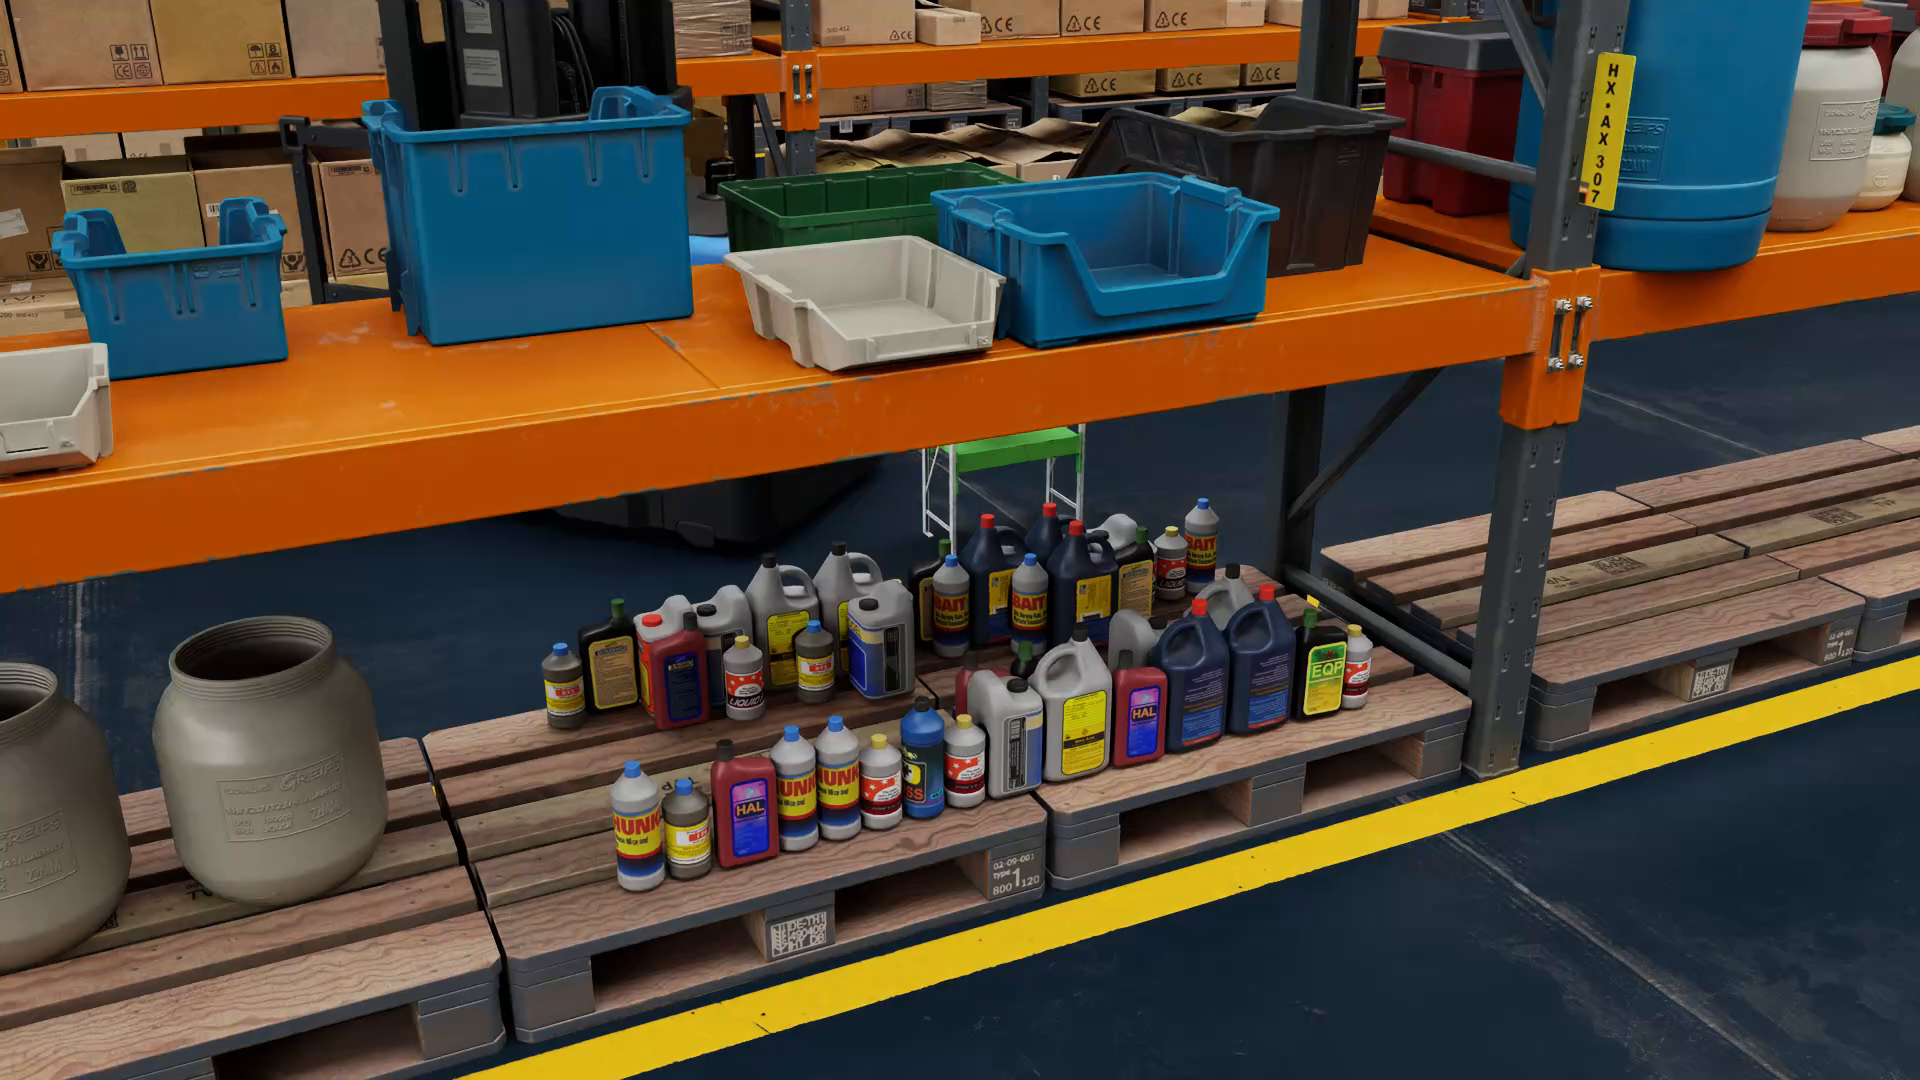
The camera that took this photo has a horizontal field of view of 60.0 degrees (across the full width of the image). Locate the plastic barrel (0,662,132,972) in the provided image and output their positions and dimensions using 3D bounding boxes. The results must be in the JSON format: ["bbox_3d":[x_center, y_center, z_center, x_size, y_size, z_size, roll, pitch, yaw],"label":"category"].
[{"bbox_3d":[-1.873,0.536,3.238,0.421,0.512,0.421,0,22,0],"label":"plastic barrel"}]

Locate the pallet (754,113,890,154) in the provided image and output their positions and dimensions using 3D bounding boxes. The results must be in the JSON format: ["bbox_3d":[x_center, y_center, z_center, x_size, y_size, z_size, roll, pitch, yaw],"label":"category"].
[{"bbox_3d":[-1.324,-3.407,13.705,1.213,0.211,1.003,-10,25,-24],"label":"pallet"}]

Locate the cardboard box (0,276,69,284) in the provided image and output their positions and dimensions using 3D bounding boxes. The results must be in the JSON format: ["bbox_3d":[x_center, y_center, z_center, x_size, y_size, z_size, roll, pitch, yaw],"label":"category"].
[{"bbox_3d":[-4.223,-1.106,7.547,0.500,0.250,0.500,-10,25,-24],"label":"cardboard box"}]

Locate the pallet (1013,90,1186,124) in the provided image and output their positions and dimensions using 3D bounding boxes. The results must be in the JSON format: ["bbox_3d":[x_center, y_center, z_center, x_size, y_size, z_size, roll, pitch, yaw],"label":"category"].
[{"bbox_3d":[1.222,-3.842,14.755,1.213,0.211,1.003,-10,25,-24],"label":"pallet"}]

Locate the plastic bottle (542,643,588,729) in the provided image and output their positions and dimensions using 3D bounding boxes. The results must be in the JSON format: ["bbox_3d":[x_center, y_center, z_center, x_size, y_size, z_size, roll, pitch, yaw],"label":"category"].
[{"bbox_3d":[-0.968,0.350,4.067,0.097,0.201,0.097,0,22,0],"label":"plastic bottle"}]

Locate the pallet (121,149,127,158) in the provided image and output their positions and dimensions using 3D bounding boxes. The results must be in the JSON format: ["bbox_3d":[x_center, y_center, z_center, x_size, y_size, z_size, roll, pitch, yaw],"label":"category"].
[{"bbox_3d":[-5.914,-2.545,11.623,1.213,0.211,1.003,-10,25,-24],"label":"pallet"}]

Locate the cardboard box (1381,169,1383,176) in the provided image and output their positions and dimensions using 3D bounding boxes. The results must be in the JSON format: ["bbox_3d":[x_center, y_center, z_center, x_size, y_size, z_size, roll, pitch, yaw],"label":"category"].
[{"bbox_3d":[2.265,-2.330,9.769,0.500,0.311,0.500,-10,24,-22],"label":"cardboard box"}]

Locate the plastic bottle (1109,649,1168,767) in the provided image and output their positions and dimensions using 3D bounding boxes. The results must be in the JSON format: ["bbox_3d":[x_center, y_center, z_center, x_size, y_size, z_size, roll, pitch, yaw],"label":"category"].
[{"bbox_3d":[0.414,0.383,3.878,0.133,0.283,0.061,-9,24,-20],"label":"plastic bottle"}]

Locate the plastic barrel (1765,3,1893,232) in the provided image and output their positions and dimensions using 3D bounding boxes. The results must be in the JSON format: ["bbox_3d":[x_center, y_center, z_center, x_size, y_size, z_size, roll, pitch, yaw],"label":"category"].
[{"bbox_3d":[2.128,-1.094,4.293,0.433,0.535,0.433,0,22,0],"label":"plastic barrel"}]

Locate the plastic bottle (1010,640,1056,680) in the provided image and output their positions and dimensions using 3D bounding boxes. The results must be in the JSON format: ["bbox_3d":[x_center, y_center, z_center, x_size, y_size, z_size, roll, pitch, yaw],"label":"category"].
[{"bbox_3d":[0.184,0.365,3.924,0.133,0.283,0.061,-10,25,-24],"label":"plastic bottle"}]

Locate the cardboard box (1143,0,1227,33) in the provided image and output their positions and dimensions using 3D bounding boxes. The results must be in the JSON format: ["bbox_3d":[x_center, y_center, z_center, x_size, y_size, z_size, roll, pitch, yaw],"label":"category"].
[{"bbox_3d":[1.126,-3.081,9.141,0.500,0.500,0.500,-12,25,-26],"label":"cardboard box"}]

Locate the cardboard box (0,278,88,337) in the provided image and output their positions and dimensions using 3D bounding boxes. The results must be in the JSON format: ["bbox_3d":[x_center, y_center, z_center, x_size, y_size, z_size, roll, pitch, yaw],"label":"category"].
[{"bbox_3d":[-3.998,-0.928,7.115,0.500,0.250,0.500,-10,25,-24],"label":"cardboard box"}]

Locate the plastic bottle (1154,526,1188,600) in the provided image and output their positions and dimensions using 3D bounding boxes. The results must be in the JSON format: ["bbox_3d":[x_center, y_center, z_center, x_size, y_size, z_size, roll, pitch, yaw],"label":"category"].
[{"bbox_3d":[0.602,0.061,4.765,0.097,0.201,0.097,0,22,0],"label":"plastic bottle"}]

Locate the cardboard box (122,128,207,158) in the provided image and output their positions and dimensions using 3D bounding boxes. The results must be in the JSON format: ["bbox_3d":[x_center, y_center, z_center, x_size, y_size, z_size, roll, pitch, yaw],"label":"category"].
[{"bbox_3d":[-5.554,-2.838,11.624,0.500,0.311,0.500,-8,24,-19],"label":"cardboard box"}]

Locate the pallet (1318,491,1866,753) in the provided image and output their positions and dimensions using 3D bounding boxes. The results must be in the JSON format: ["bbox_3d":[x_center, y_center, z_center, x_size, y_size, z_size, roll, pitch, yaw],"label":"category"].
[{"bbox_3d":[1.862,0.197,4.998,1.213,0.211,1.003,-10,25,-24],"label":"pallet"}]

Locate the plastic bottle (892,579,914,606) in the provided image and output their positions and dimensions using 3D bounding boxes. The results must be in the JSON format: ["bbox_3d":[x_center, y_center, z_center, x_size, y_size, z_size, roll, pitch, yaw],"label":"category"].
[{"bbox_3d":[-0.172,0.203,4.421,0.097,0.201,0.097,0,22,0],"label":"plastic bottle"}]

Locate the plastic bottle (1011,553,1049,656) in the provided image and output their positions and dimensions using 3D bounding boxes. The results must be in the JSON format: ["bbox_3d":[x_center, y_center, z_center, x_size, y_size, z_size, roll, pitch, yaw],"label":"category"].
[{"bbox_3d":[0.186,0.166,4.419,0.097,0.271,0.097,0,22,0],"label":"plastic bottle"}]

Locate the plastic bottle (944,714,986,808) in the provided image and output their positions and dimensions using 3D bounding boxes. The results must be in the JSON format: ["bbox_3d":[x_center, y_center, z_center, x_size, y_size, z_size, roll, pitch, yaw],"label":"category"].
[{"bbox_3d":[0.009,0.488,3.732,0.097,0.201,0.097,0,22,0],"label":"plastic bottle"}]

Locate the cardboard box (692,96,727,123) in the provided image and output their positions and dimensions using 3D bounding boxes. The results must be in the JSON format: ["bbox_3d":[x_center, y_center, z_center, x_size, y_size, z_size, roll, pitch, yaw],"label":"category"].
[{"bbox_3d":[-2.026,-3.641,13.317,0.500,0.500,0.700,-11,25,-25],"label":"cardboard box"}]

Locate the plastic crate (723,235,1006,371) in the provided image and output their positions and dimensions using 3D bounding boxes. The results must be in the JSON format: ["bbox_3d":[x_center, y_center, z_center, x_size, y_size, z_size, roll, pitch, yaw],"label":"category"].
[{"bbox_3d":[-0.182,-0.469,3.307,0.437,0.136,0.530,-10,25,-24],"label":"plastic crate"}]

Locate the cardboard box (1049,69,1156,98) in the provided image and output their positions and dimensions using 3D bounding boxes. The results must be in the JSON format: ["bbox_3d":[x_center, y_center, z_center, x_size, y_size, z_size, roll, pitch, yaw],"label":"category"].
[{"bbox_3d":[1.198,-4.303,14.485,0.750,0.750,0.750,-11,25,-24],"label":"cardboard box"}]

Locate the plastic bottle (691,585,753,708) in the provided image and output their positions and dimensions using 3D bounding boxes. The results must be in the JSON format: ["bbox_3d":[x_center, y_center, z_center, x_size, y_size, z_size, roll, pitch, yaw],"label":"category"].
[{"bbox_3d":[-0.604,0.260,4.186,0.135,0.276,0.152,-11,25,-25],"label":"plastic bottle"}]

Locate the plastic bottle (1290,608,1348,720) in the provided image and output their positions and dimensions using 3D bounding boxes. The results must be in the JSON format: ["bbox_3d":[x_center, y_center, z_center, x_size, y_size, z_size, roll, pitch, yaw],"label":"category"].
[{"bbox_3d":[0.881,0.298,4.086,0.133,0.283,0.061,-9,24,-21],"label":"plastic bottle"}]

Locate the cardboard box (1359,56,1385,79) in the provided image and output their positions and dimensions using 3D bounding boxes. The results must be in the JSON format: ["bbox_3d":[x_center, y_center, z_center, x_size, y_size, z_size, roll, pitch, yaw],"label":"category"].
[{"bbox_3d":[3.554,-4.737,15.534,0.750,0.750,0.750,-10,25,-23],"label":"cardboard box"}]

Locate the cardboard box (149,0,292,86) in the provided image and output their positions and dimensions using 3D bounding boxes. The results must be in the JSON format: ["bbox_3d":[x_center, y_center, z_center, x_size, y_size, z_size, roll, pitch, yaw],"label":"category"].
[{"bbox_3d":[-3.231,-2.280,7.206,0.500,0.500,0.700,-10,25,-23],"label":"cardboard box"}]

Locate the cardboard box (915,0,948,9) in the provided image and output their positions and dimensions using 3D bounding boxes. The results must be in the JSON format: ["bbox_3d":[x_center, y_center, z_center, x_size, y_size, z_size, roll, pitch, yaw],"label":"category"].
[{"bbox_3d":[-0.261,-2.802,8.774,0.258,0.266,0.396,-11,25,-25],"label":"cardboard box"}]

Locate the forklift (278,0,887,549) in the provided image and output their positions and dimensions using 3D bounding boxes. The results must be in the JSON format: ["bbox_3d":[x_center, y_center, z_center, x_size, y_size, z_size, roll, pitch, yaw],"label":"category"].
[{"bbox_3d":[-1.841,-1.680,5.975,3.031,2.935,1.130,9,24,21],"label":"forklift"}]

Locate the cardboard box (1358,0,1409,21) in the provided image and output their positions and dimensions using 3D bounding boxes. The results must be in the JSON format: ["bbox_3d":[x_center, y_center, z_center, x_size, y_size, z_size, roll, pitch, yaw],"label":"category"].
[{"bbox_3d":[2.284,-3.232,9.754,0.500,0.311,0.500,-9,24,-20],"label":"cardboard box"}]

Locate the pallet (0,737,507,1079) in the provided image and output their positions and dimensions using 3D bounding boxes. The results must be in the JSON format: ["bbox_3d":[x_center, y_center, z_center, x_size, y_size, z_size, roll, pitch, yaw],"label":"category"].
[{"bbox_3d":[-1.651,0.842,3.439,1.213,0.211,1.003,-10,25,-24],"label":"pallet"}]

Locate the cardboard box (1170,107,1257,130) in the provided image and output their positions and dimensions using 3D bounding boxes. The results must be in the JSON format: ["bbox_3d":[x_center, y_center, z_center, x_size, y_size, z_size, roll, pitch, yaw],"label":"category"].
[{"bbox_3d":[1.561,-2.426,10.001,0.500,0.311,0.500,-11,25,-25],"label":"cardboard box"}]

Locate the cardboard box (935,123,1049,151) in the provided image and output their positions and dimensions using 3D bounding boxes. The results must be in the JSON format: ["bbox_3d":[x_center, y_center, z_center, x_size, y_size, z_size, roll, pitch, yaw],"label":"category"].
[{"bbox_3d":[0.184,-2.175,9.394,0.500,0.311,0.500,-11,25,-24],"label":"cardboard box"}]

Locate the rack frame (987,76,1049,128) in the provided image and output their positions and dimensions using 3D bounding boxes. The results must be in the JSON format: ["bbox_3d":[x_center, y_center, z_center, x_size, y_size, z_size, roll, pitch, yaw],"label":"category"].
[{"bbox_3d":[0.479,-5.025,13.969,0.127,3.000,1.000,-10,25,-24],"label":"rack frame"}]

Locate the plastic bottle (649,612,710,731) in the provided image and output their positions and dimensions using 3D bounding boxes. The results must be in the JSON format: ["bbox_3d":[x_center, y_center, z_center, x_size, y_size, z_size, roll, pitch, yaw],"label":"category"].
[{"bbox_3d":[-0.683,0.316,4.041,0.133,0.283,0.061,-10,25,-24],"label":"plastic bottle"}]

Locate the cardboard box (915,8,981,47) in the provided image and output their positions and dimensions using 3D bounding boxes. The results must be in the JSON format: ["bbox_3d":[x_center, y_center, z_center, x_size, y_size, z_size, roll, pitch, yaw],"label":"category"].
[{"bbox_3d":[-0.087,-2.616,8.476,0.250,0.149,0.380,-10,25,-24],"label":"cardboard box"}]

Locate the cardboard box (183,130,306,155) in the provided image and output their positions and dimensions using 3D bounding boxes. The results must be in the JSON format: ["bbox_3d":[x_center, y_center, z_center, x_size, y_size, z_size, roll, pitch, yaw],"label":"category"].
[{"bbox_3d":[-3.329,-1.624,7.818,0.500,0.500,0.500,-10,25,-24],"label":"cardboard box"}]

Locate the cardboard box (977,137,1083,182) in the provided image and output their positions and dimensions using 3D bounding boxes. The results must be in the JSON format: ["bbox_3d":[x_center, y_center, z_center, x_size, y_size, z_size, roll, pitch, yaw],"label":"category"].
[{"bbox_3d":[0.426,-1.988,8.944,0.500,0.311,0.500,-11,25,-25],"label":"cardboard box"}]

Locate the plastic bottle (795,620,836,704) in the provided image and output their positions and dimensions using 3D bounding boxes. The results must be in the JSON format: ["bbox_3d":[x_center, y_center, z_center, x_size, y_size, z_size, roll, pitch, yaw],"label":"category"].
[{"bbox_3d":[-0.365,0.300,4.187,0.097,0.201,0.097,0,22,0],"label":"plastic bottle"}]

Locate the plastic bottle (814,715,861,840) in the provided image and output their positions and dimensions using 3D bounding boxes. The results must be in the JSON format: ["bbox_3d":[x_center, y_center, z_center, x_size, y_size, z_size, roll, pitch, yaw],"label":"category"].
[{"bbox_3d":[-0.265,0.506,3.597,0.097,0.271,0.097,0,22,0],"label":"plastic bottle"}]

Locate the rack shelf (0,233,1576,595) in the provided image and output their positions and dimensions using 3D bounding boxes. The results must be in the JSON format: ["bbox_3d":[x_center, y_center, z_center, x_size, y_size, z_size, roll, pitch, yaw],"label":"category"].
[{"bbox_3d":[-0.631,-0.284,3.454,4.000,0.370,1.077,-10,25,-24],"label":"rack shelf"}]

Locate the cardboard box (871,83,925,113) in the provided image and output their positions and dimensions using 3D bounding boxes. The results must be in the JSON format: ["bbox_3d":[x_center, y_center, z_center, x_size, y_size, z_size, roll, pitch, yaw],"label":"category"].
[{"bbox_3d":[-0.662,-3.891,13.921,0.500,0.500,0.700,-10,25,-24],"label":"cardboard box"}]

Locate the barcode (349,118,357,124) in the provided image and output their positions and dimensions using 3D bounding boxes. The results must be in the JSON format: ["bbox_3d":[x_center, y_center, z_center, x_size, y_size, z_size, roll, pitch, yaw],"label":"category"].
[{"bbox_3d":[-4.520,-3.111,12.350,0.075,0.075,0.001,-10,25,-24],"label":"barcode"}]

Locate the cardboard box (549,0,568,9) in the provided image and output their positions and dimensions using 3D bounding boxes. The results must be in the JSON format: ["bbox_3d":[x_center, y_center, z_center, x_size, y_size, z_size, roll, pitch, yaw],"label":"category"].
[{"bbox_3d":[-1.843,-2.536,7.824,0.500,0.500,0.700,-11,25,-24],"label":"cardboard box"}]

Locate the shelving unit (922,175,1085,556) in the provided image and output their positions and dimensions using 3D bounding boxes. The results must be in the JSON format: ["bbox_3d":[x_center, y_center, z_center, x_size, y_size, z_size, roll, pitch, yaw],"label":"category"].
[{"bbox_3d":[0.149,-0.582,5.587,0.503,1.200,0.258,-10,25,-24],"label":"shelving unit"}]

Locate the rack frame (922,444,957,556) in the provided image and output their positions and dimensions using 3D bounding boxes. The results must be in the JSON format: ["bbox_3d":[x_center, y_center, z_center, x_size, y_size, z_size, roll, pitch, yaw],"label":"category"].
[{"bbox_3d":[-0.071,-0.541,5.489,0.015,1.200,0.240,-10,25,-24],"label":"rack frame"}]

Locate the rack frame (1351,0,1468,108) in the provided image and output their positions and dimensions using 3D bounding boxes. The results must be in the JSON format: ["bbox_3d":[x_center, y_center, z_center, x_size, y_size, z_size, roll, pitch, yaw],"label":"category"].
[{"bbox_3d":[2.630,-3.319,9.846,0.127,3.000,1.000,-10,25,-24],"label":"rack frame"}]

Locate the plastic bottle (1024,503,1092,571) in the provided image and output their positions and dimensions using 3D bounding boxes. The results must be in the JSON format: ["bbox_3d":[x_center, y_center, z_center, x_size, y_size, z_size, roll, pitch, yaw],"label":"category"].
[{"bbox_3d":[0.264,0.064,4.562,0.185,0.351,0.144,-10,24,-22],"label":"plastic bottle"}]

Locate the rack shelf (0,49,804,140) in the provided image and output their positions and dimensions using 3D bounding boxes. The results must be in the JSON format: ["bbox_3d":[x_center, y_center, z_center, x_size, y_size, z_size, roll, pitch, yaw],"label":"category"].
[{"bbox_3d":[-2.776,-1.991,7.579,4.000,0.370,1.077,-10,25,-24],"label":"rack shelf"}]

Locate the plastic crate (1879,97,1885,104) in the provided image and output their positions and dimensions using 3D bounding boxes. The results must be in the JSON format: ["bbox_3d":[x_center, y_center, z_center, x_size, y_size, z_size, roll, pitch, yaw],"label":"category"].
[{"bbox_3d":[2.618,-1.236,5.091,0.662,0.188,0.450,-10,25,-24],"label":"plastic crate"}]

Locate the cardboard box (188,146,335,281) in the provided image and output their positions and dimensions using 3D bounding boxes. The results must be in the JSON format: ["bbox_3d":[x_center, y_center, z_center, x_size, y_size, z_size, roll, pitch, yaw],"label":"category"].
[{"bbox_3d":[-3.104,-1.445,7.385,0.500,0.500,0.500,-10,25,-24],"label":"cardboard box"}]

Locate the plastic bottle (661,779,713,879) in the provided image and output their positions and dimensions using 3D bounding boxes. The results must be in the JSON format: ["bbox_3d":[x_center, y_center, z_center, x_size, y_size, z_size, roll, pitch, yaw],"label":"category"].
[{"bbox_3d":[-0.571,0.595,3.474,0.097,0.201,0.097,0,22,0],"label":"plastic bottle"}]

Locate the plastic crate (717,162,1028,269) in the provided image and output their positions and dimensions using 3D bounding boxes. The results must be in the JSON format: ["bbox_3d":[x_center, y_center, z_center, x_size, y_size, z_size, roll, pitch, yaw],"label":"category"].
[{"bbox_3d":[-0.174,-0.722,3.849,0.662,0.188,0.450,-10,25,-24],"label":"plastic crate"}]
